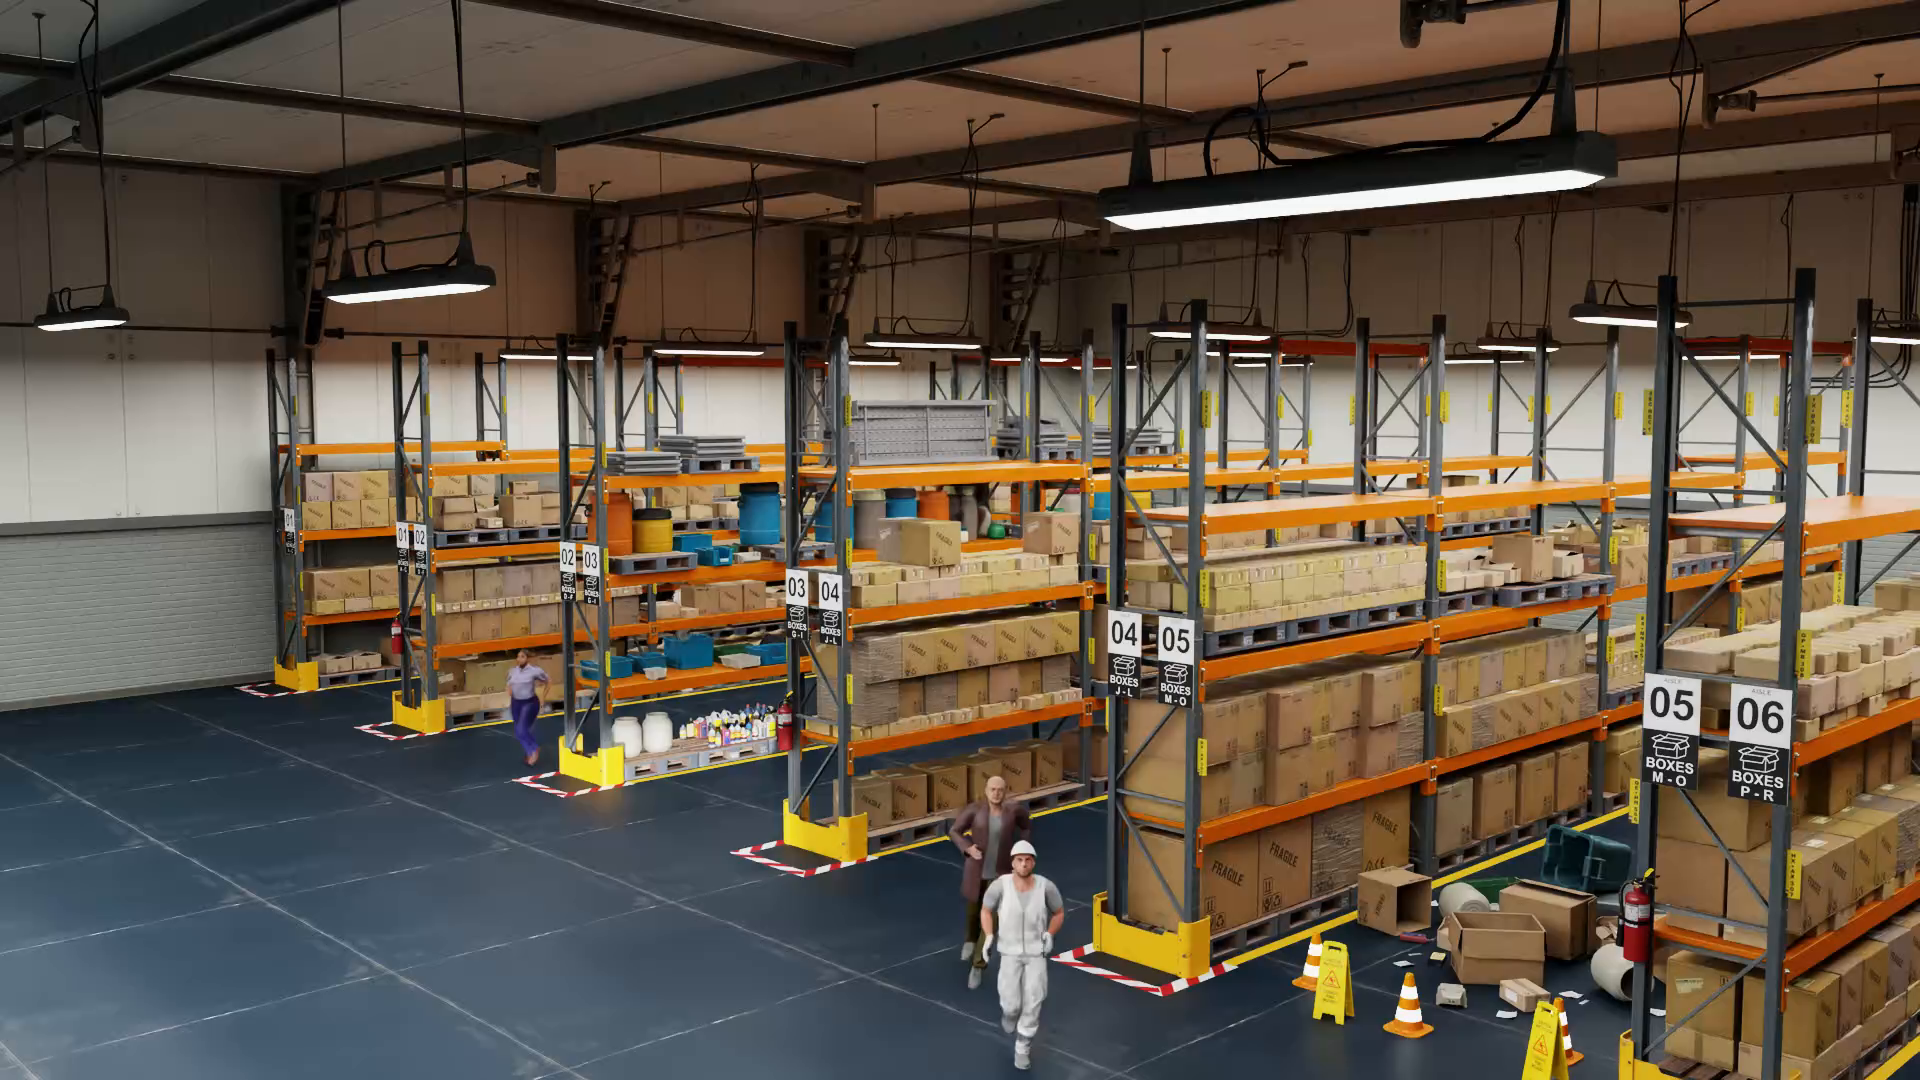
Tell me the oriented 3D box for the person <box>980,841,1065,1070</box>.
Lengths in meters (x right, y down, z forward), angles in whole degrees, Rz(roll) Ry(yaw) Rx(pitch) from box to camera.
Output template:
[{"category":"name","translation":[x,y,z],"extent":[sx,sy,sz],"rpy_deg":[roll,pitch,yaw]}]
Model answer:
[{"category":"person","translation":[0.484,3.188,12.908],"extent":[0.645,1.742,0.604],"rpy_deg":[0,5,-2]}]

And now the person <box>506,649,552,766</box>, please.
[{"category":"person","translation":[-6.081,2.340,23.228],"extent":[0.584,1.630,0.647],"rpy_deg":[2,5,21]}]

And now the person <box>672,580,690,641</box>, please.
[{"category":"person","translation":[-5.358,1.543,32.264],"extent":[0.608,1.662,0.903],"rpy_deg":[3,6,33]}]

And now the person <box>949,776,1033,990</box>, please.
[{"category":"person","translation":[0.270,2.992,14.838],"extent":[0.740,1.800,0.931],"rpy_deg":[0,5,5]}]
